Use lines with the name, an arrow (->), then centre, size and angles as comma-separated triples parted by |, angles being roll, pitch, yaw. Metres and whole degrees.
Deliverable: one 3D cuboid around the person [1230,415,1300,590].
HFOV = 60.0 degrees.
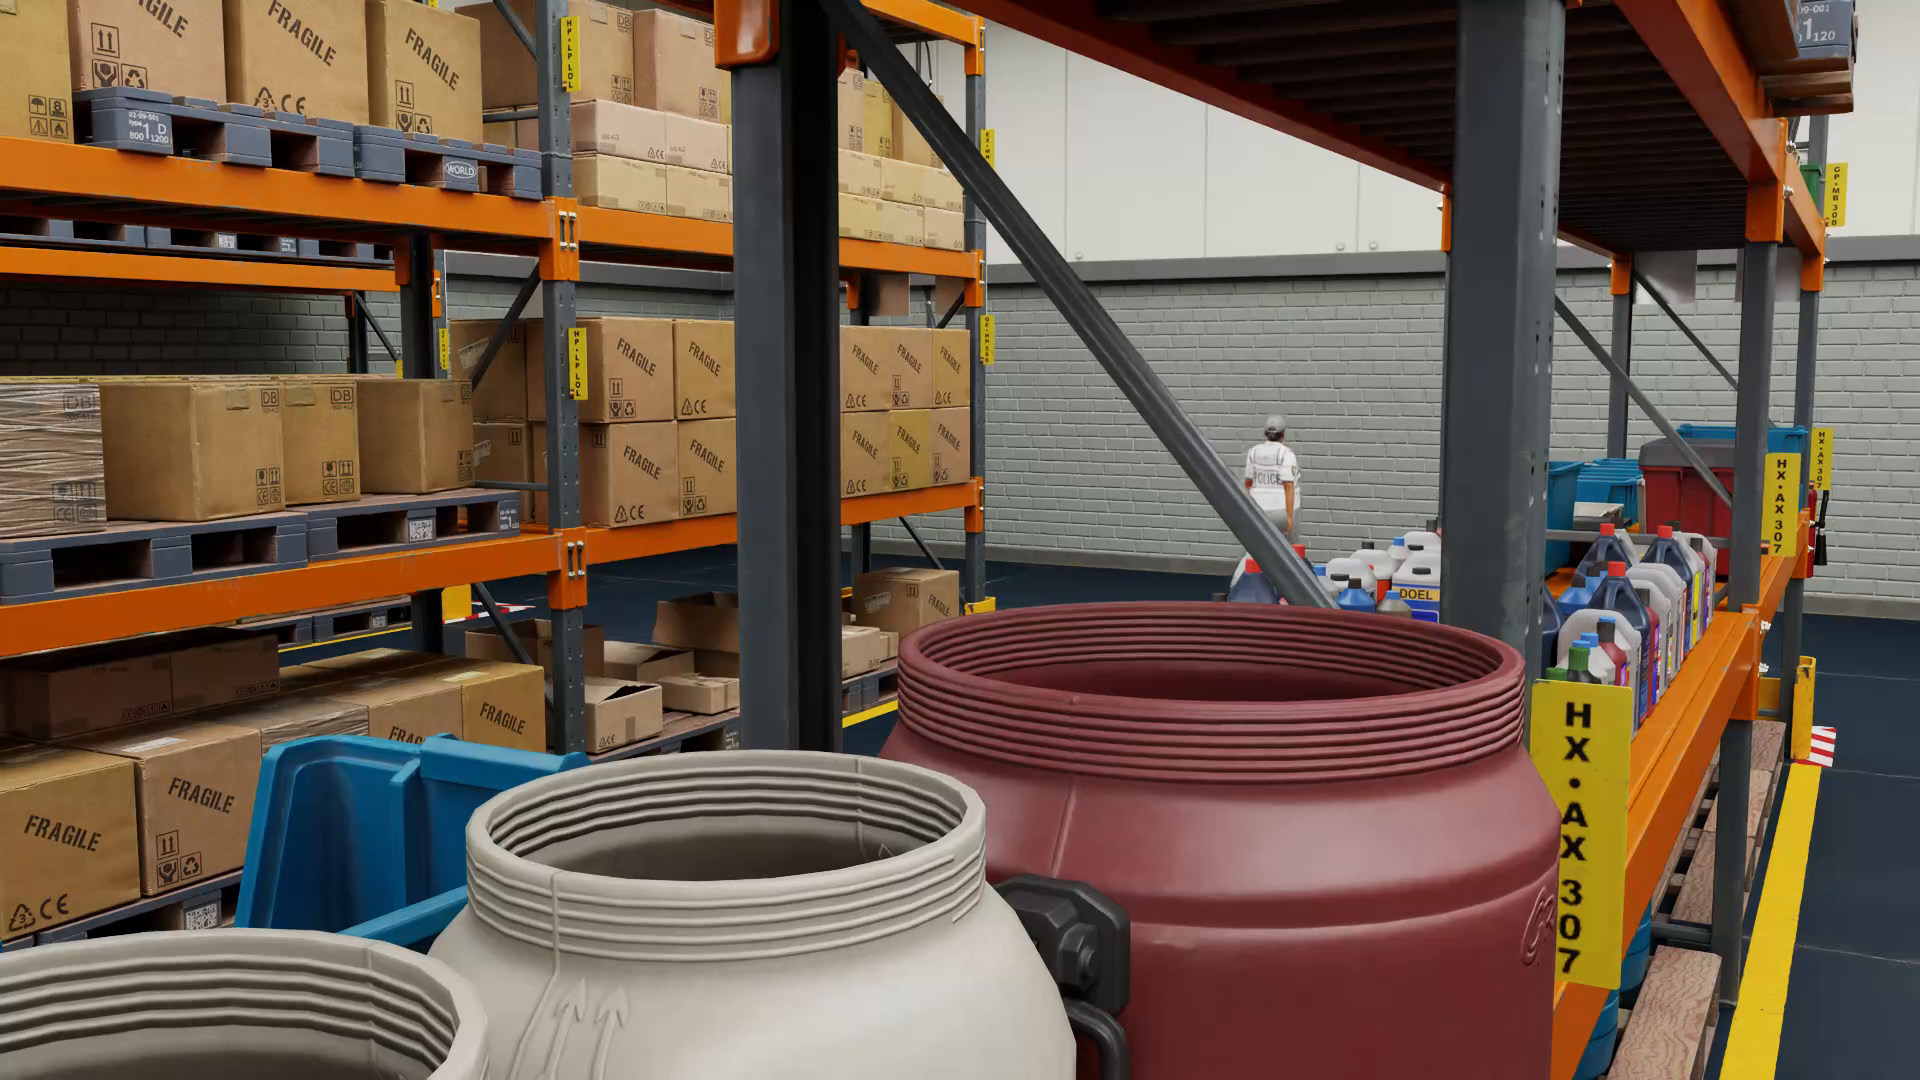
person -> 2.609, -0.236, 13.989 | 0.482, 1.628, 0.794 | 4, 7, 36
